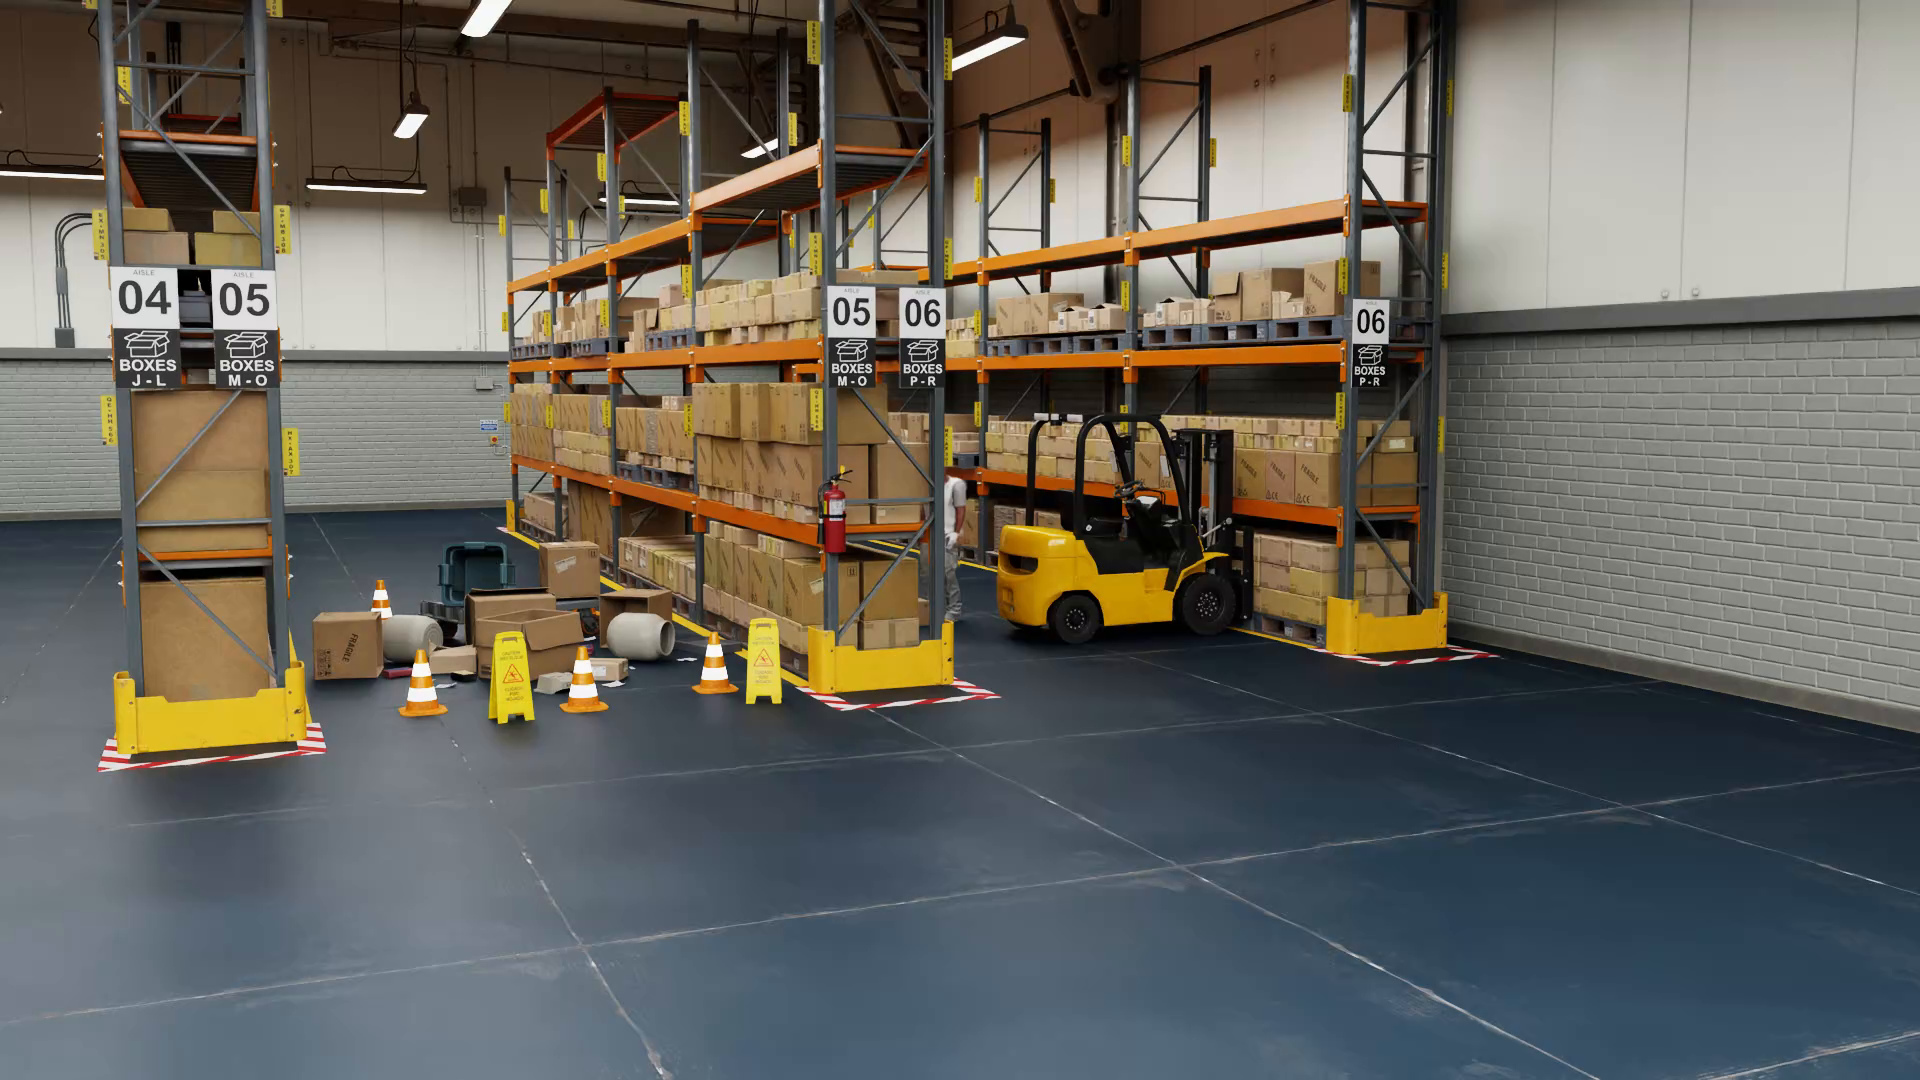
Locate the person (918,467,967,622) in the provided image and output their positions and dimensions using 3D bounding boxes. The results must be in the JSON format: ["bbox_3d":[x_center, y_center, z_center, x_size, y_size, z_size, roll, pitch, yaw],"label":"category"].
[{"bbox_3d":[-0.190,-0.029,17.196,0.573,1.732,0.458,4,7,38],"label":"person"}]
